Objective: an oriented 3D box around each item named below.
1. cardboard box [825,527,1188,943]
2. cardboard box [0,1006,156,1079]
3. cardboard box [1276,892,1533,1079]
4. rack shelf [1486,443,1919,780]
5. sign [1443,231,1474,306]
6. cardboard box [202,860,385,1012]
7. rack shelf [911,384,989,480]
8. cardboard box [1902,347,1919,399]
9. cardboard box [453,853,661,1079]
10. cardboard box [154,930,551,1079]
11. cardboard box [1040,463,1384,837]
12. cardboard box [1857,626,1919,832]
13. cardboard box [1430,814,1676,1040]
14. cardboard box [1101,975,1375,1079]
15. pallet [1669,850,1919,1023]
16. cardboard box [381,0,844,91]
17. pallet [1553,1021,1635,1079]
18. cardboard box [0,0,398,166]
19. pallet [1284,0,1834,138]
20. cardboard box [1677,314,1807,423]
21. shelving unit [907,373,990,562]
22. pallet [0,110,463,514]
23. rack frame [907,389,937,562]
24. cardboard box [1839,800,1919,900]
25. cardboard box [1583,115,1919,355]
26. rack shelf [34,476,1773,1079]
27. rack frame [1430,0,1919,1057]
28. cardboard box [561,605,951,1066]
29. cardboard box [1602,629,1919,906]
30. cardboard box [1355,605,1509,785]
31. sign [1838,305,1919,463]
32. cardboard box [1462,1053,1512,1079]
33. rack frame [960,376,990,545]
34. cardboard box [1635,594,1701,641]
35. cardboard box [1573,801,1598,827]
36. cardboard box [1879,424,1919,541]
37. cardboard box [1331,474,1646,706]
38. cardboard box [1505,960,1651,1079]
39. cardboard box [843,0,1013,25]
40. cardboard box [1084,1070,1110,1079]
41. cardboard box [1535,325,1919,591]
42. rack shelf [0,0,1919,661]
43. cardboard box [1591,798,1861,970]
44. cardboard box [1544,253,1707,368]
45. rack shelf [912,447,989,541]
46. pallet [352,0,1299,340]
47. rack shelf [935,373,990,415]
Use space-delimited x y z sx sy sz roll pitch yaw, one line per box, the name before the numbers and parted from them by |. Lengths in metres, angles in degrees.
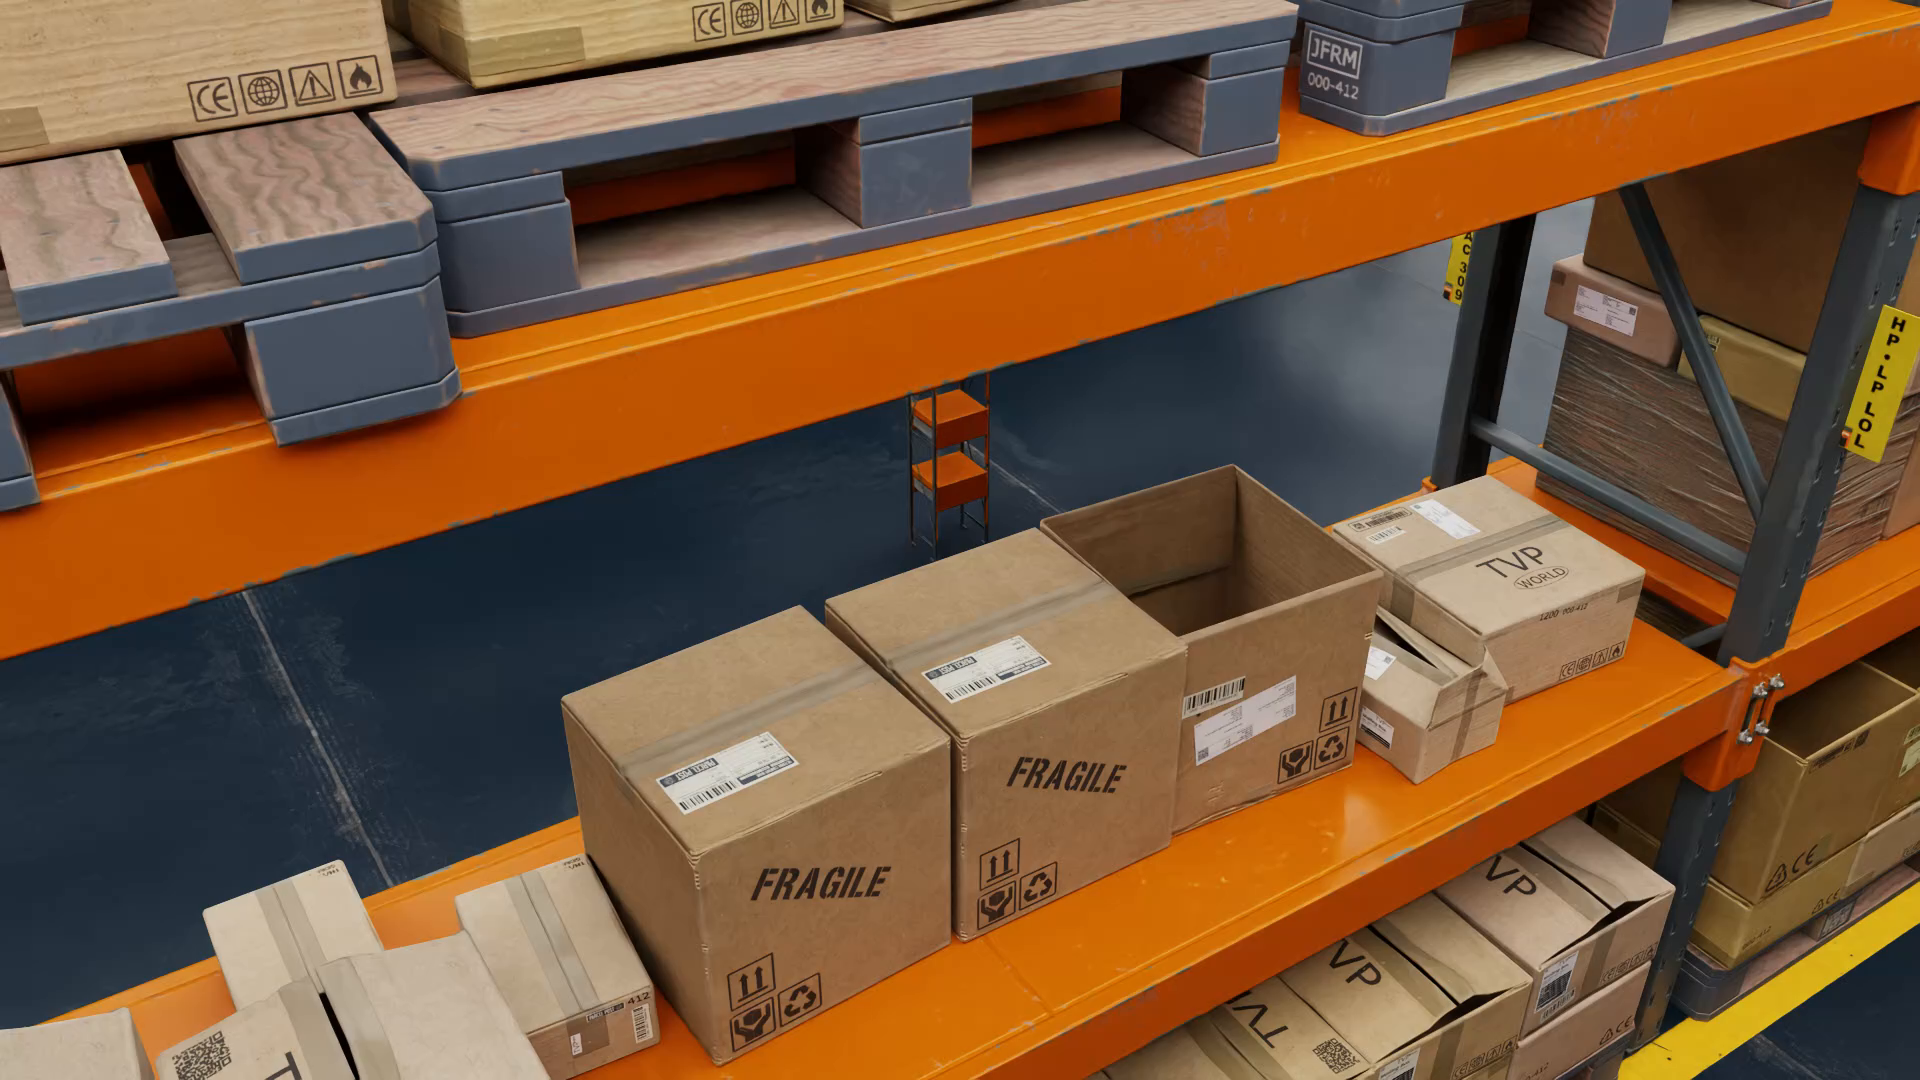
cardboard box | 0.081 0.364 3.268 0.500 0.500 0.500 -19 37 -27
cardboard box | -1.433 1.003 2.432 0.500 0.311 0.500 -17 36 -24
cardboard box | 0.980 1.042 3.945 0.500 0.311 0.500 -18 36 -26
rack shelf | 3.280 -0.379 5.214 4.000 0.370 1.077 -19 37 -27
sign | 1.297 -0.753 4.247 0.005 0.325 0.100 -19 37 -27
cardboard box | -1.156 0.773 2.948 0.250 0.149 0.380 -19 37 -27
rack shelf | -0.045 -0.420 6.451 0.240 0.259 0.215 -19 37 -27
cardboard box | 2.141 -0.485 4.006 0.250 0.149 0.380 -18 37 -27
cardboard box | -0.721 0.763 2.964 0.250 0.149 0.380 -16 36 -24
cardboard box | -0.906 0.917 2.568 0.500 0.311 0.500 -19 37 -28
cardboard box | 0.502 0.219 3.497 0.500 0.500 0.500 -16 36 -24
cardboard box | 2.575 0.421 4.752 0.500 0.500 0.500 -19 37 -27
cardboard box | 1.414 0.888 4.188 0.500 0.311 0.500 -19 37 -27
cardboard box | 0.560 1.185 3.718 0.500 0.311 0.500 -19 37 -27
pallet | 2.290 0.863 5.184 1.213 0.211 1.003 -19 37 -27
cardboard box | -0.494 -0.808 2.155 0.500 0.250 0.500 -20 37 -28
pallet | 1.001 1.304 4.484 1.213 0.211 1.003 -19 37 -27
cardboard box | -0.981 -0.648 1.901 0.500 0.250 0.500 -18 36 -26
pallet | 0.865 -1.032 2.943 1.217 0.209 0.805 -21 38 -29
cardboard box | 1.930 -0.413 3.891 0.250 0.149 0.380 -19 37 -27
shelving unit | -0.045 -0.429 6.445 0.252 1.050 0.215 -19 37 -27
pallet | -1.241 -0.374 1.897 1.003 0.211 1.213 -17 36 -25
rack frame | -0.148 -0.393 6.390 0.008 1.050 0.200 -19 37 -27
cardboard box | 2.576 0.740 4.950 0.500 0.250 0.500 -19 37 -27
cardboard box | 1.969 -0.827 3.941 0.500 0.500 0.700 -19 37 -27
rack shelf | -0.082 0.777 3.381 4.000 0.370 1.077 -19 37 -27
rack frame | 1.599 -0.105 4.106 0.127 3.000 1.000 -19 37 -27
cardboard box | -0.361 0.516 3.026 0.500 0.500 0.500 -21 38 -30
cardboard box | 2.159 0.569 4.517 0.500 0.500 0.500 -19 37 -27
cardboard box | 0.960 0.288 3.608 0.258 0.266 0.396 -20 37 -28
sign | 1.902 -0.321 3.436 0.005 0.325 0.100 -19 37 -27
cardboard box | 0.982 1.275 4.100 0.500 0.250 0.500 -20 37 -28
rack frame | 0.058 -0.464 6.501 0.008 1.050 0.200 -19 37 -27
cardboard box | 2.297 0.191 5.116 0.500 0.500 0.500 -19 37 -27
cardboard box | 1.871 0.648 5.095 0.500 0.250 0.500 -19 37 -27
cardboard box | 2.409 -0.434 4.533 0.500 0.500 0.700 -19 37 -28
cardboard box | 1.209 0.120 3.889 0.500 0.250 0.500 -17 36 -24
cardboard box | 1.408 1.130 4.331 0.500 0.250 0.500 -19 37 -28
cardboard box | -0.041 -0.963 2.401 0.500 0.250 0.500 -22 39 -31
cardboard box | 0.135 1.328 3.491 0.500 0.311 0.500 -19 37 -28
cardboard box | 1.969 -0.279 4.287 0.500 0.500 0.700 -20 37 -28
rack shelf | -0.082 -0.492 2.581 4.000 0.370 1.077 -19 37 -27
cardboard box | 2.153 0.882 4.724 0.500 0.250 0.500 -19 37 -27
cardboard box | 1.712 -0.597 4.183 0.250 0.149 0.380 -19 37 -27
rack shelf | -0.045 -0.185 6.599 0.240 0.259 0.215 -19 37 -27
pallet | -0.302 -0.699 2.412 1.213 0.211 1.003 -17 36 -25
rack shelf | -0.045 -0.660 6.300 0.240 0.259 0.215 -19 37 -27
